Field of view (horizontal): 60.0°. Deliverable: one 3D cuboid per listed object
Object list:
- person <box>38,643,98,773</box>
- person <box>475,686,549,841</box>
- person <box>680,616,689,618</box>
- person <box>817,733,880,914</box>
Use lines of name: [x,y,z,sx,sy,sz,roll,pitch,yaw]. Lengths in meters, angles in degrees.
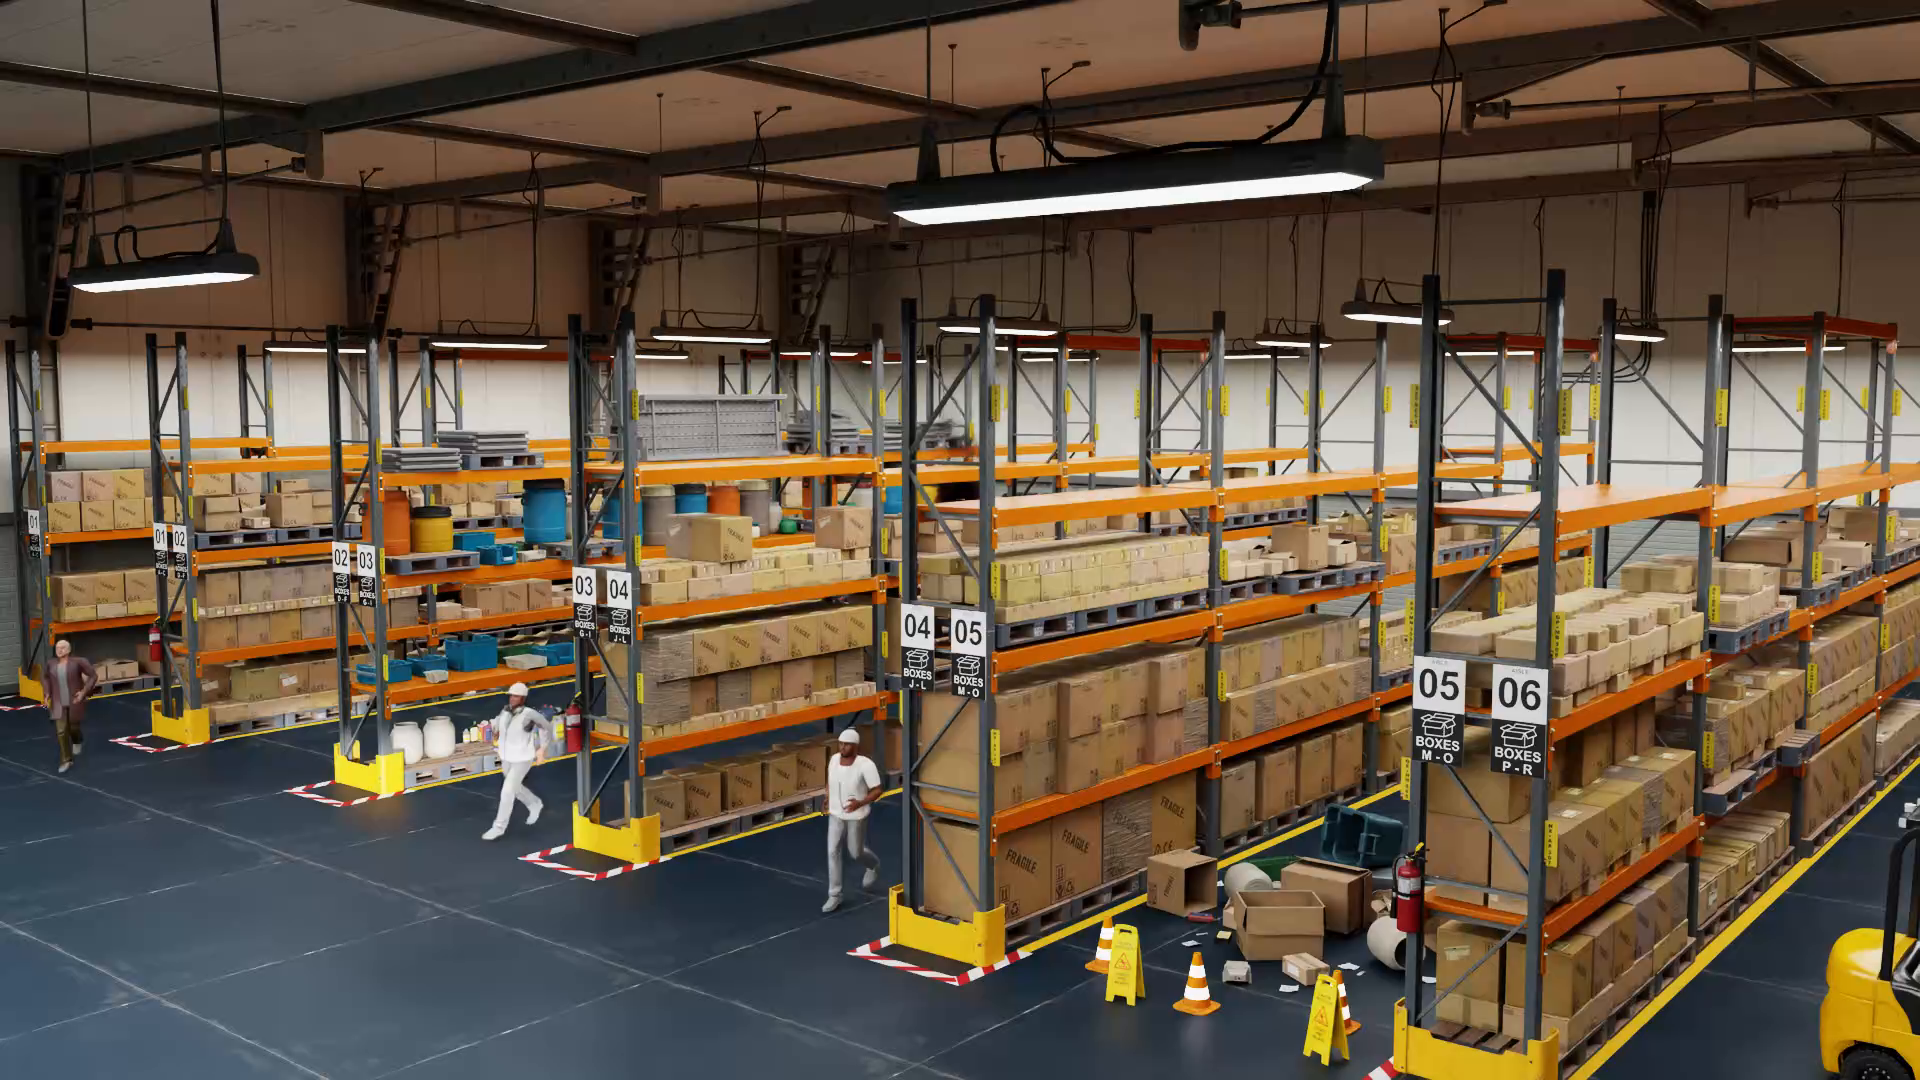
person: [-12.167,2.269,22.693,0.726,1.765,0.652,-1,5,-13]
person: [-5.205,2.551,19.231,0.693,1.735,0.961,3,6,32]
person: [-4.585,1.806,28.162,0.630,1.668,0.913,5,7,41]
person: [-1.137,2.800,16.727,0.705,1.758,0.837,2,6,25]
